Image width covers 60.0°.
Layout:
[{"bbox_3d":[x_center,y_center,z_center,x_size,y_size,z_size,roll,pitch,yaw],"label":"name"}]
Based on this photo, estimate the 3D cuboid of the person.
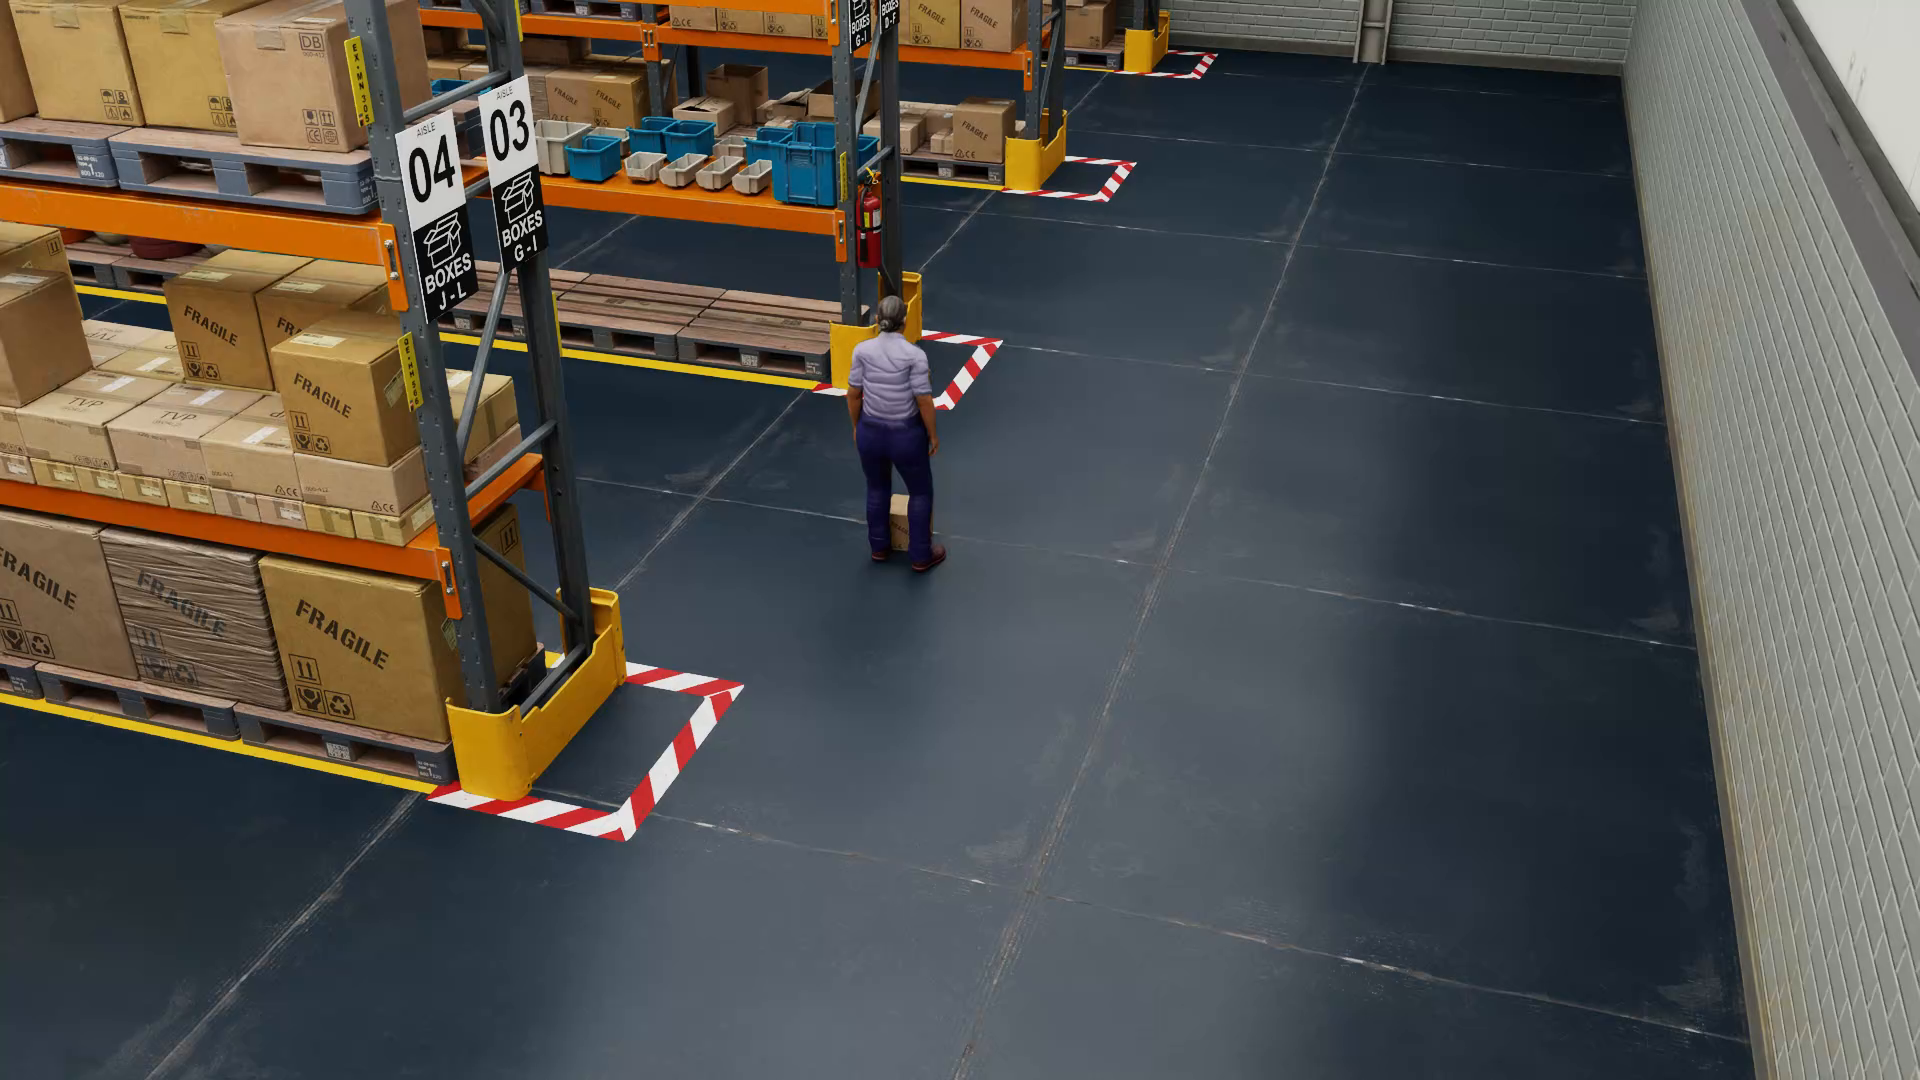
[{"bbox_3d":[-0.365,-0.617,9.602,0.538,1.652,0.380,9,31,15],"label":"person"}]
